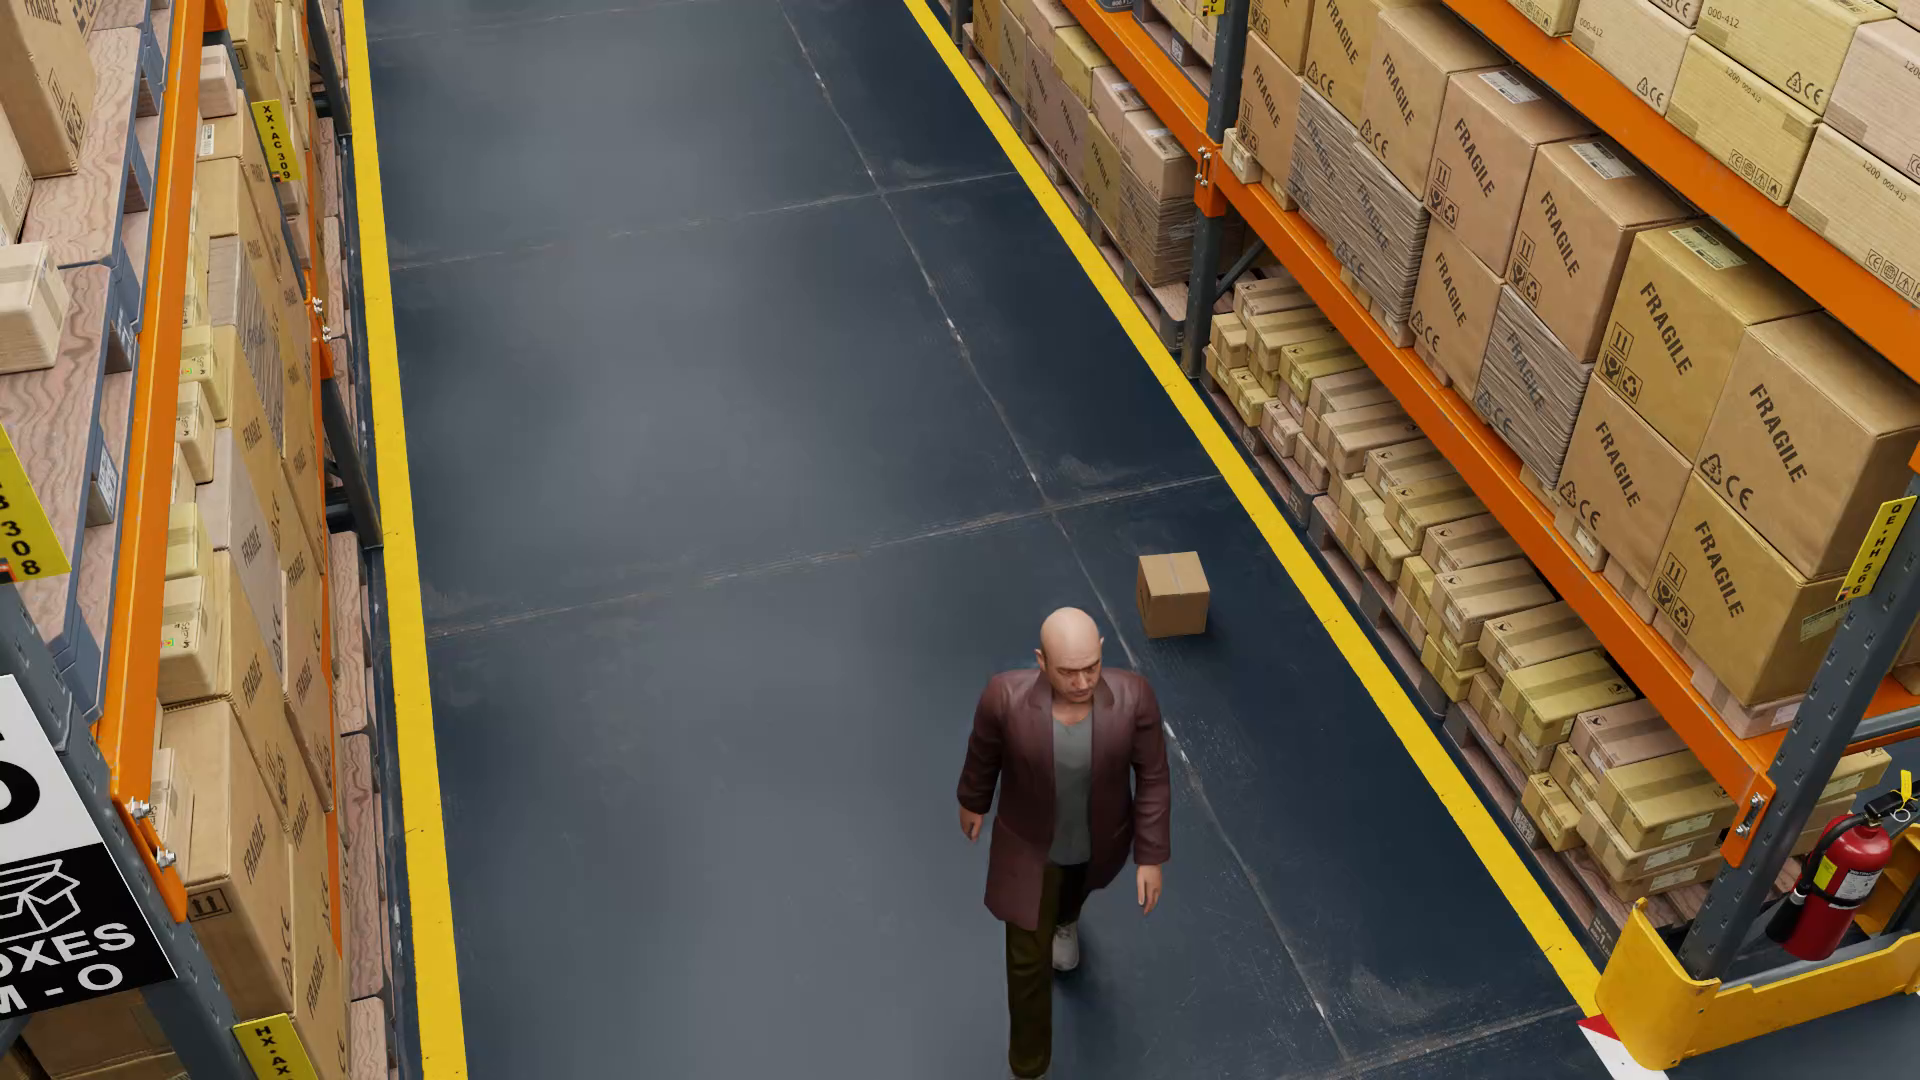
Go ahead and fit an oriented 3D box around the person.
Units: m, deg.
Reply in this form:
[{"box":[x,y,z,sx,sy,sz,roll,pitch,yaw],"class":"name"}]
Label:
[{"box":[0.325,0.950,5.091,0.621,1.763,0.976,-5,42,-5],"class":"person"}]
